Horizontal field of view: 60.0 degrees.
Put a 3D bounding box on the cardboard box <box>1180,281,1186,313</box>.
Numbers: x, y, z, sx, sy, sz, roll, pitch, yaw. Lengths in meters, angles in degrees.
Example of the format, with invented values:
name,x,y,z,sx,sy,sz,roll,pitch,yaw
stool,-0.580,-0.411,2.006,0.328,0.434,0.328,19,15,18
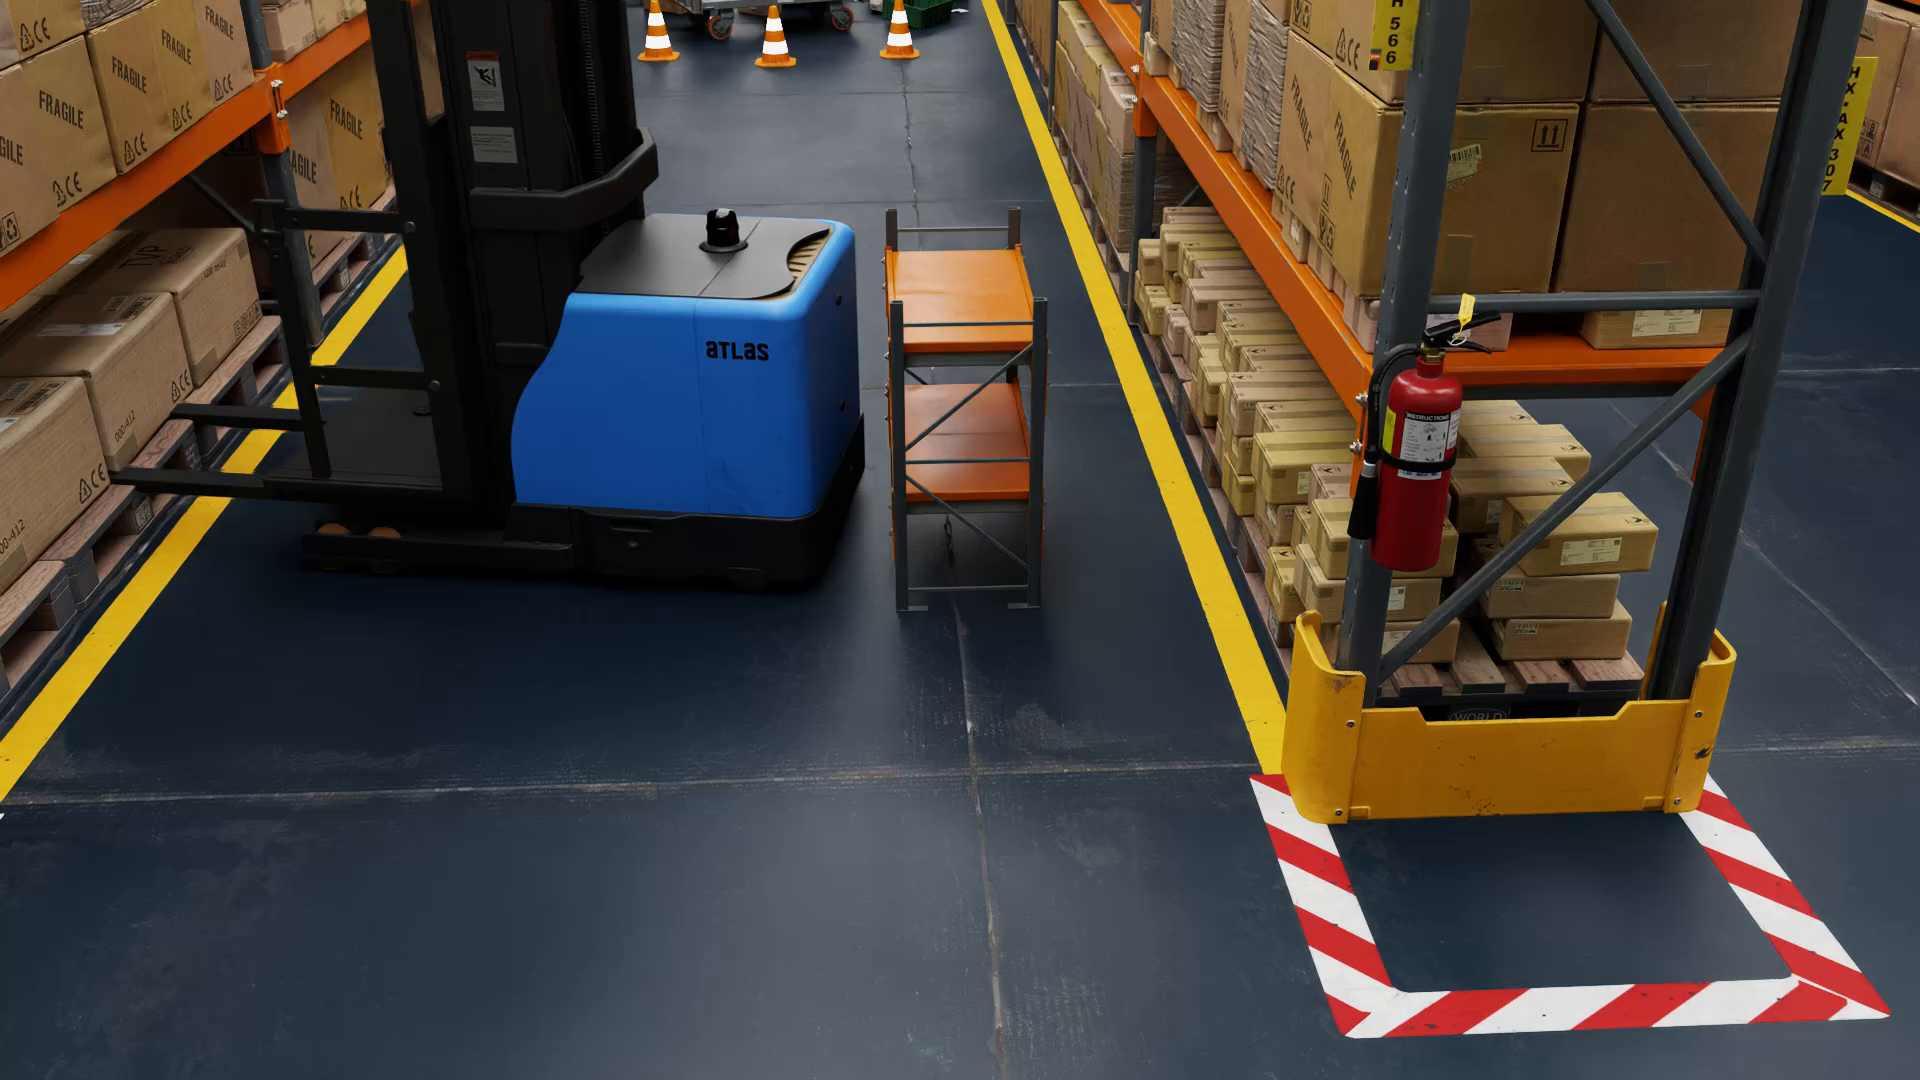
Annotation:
name,x,y,z,sx,sy,sz,roll,pitch,yaw
cardboard box,1.192,-1.082,7.388,0.380,0.149,0.250,-2,28,-3

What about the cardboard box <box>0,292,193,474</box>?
name,x,y,z,sx,sy,sz,roll,pitch,yaw
cardboard box,-3.624,-0.608,6.488,0.875,0.438,0.875,-2,28,-4

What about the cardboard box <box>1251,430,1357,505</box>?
name,x,y,z,sx,sy,sz,roll,pitch,yaw
cardboard box,1.173,-0.241,5.453,0.380,0.149,0.250,-2,28,-4

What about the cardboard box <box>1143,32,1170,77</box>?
name,x,y,z,sx,sy,sz,roll,pitch,yaw
cardboard box,1.029,-2.180,7.457,0.380,0.149,0.250,0,28,-1

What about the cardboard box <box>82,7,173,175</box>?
name,x,y,z,sx,sy,sz,roll,pitch,yaw
cardboard box,-3.244,-1.630,6.024,0.500,0.500,0.500,-2,28,-3

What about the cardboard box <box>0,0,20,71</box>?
name,x,y,z,sx,sy,sz,roll,pitch,yaw
cardboard box,-3.198,-1.608,4.901,0.500,0.500,0.500,-2,28,-3

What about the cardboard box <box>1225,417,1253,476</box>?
name,x,y,z,sx,sy,sz,roll,pitch,yaw
cardboard box,1.168,-0.352,5.988,0.380,0.149,0.250,-1,28,-2

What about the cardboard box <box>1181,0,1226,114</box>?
name,x,y,z,sx,sy,sz,roll,pitch,yaw
cardboard box,1.138,-1.909,6.237,0.500,0.500,0.500,-2,28,-4

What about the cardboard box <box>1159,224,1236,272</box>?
name,x,y,z,sx,sy,sz,roll,pitch,yaw
cardboard box,1.107,-1.323,7.528,0.380,0.149,0.250,0,28,0

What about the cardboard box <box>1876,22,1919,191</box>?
name,x,y,z,sx,sy,sz,roll,pitch,yaw
cardboard box,6.198,-2.455,9.556,1.225,0.875,0.875,-2,28,-4

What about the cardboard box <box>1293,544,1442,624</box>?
name,x,y,z,sx,sy,sz,roll,pitch,yaw
cardboard box,1.237,0.127,5.070,0.380,0.149,0.250,-2,28,-4

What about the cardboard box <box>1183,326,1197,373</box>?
name,x,y,z,sx,sy,sz,roll,pitch,yaw
cardboard box,1.181,-0.823,7.214,0.380,0.149,0.250,-2,28,-4

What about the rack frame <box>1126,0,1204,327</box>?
name,x,y,z,sx,sy,sz,roll,pitch,yaw
rack frame,1.341,-2.430,7.665,1.000,3.000,0.127,-1,28,-3

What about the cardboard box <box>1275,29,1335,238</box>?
name,x,y,z,sx,sy,sz,roll,pitch,yaw
cardboard box,1.247,-1.198,4.873,0.500,0.500,0.500,-2,28,-3

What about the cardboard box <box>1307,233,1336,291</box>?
name,x,y,z,sx,sy,sz,roll,pitch,yaw
cardboard box,1.247,-0.846,4.900,0.380,0.149,0.250,-2,28,-3

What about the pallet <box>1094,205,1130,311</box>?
name,x,y,z,sx,sy,sz,roll,pitch,yaw
pallet,1.299,-1.553,8.999,1.003,0.211,1.213,-1,28,-3

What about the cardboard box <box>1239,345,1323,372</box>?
name,x,y,z,sx,sy,sz,roll,pitch,yaw
cardboard box,1.250,-0.609,6.159,0.380,0.149,0.250,-2,28,-4

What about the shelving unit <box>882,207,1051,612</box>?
name,x,y,z,sx,sy,sz,roll,pitch,yaw
shelving unit,0.000,-0.496,5.984,0.538,1.125,1.048,-1,28,-3

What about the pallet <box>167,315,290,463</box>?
name,x,y,z,sx,sy,sz,roll,pitch,yaw
pallet,-3.636,-0.674,7.314,1.003,0.211,1.213,-1,28,-3

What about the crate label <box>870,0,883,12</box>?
name,x,y,z,sx,sy,sz,roll,pitch,yaw
crate label,-0.712,-5.125,15.928,0.298,0.136,0.250,-23,35,-37

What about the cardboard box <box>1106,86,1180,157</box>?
name,x,y,z,sx,sy,sz,roll,pitch,yaw
cardboard box,1.049,-2.178,8.620,0.500,0.250,0.500,-2,28,-4

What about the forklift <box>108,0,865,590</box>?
name,x,y,z,sx,sy,sz,roll,pitch,yaw
forklift,-1.936,-1.416,5.795,3.031,2.935,1.130,3,28,7

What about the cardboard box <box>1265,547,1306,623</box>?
name,x,y,z,sx,sy,sz,roll,pitch,yaw
cardboard box,1.199,0.141,5.365,0.380,0.149,0.250,-1,28,-1

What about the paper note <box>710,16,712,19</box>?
name,x,y,z,sx,sy,sz,roll,pitch,yaw
paper note,-2.339,-4.927,15.665,0.148,0.019,0.142,-1,28,-3

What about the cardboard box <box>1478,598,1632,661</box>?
name,x,y,z,sx,sy,sz,roll,pitch,yaw
cardboard box,1.842,0.246,5.164,0.380,0.149,0.250,-1,28,-2

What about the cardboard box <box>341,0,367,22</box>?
name,x,y,z,sx,sy,sz,roll,pitch,yaw
cardboard box,-3.396,-2.883,8.695,0.500,0.250,0.500,-2,28,-3

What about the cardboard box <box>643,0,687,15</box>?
name,x,y,z,sx,sy,sz,roll,pitch,yaw
cardboard box,-2.712,-5.378,16.019,0.500,0.500,0.500,19,33,32

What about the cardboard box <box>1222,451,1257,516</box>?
name,x,y,z,sx,sy,sz,roll,pitch,yaw
cardboard box,1.170,-0.213,6.043,0.380,0.149,0.250,-3,28,-5

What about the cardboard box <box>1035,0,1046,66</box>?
name,x,y,z,sx,sy,sz,roll,pitch,yaw
cardboard box,1.141,-4.153,12.947,1.050,0.750,0.750,-1,28,-2

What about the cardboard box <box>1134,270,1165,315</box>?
name,x,y,z,sx,sy,sz,roll,pitch,yaw
cardboard box,1.039,-1.176,7.890,0.380,0.149,0.250,-3,28,-5

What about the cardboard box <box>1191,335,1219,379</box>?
name,x,y,z,sx,sy,sz,roll,pitch,yaw
cardboard box,1.144,-0.712,6.678,0.380,0.149,0.250,-2,28,-3

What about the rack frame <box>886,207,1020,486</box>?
name,x,y,z,sx,sy,sz,roll,pitch,yaw
rack frame,-0.026,-0.730,6.434,0.500,1.125,0.032,-1,28,-3

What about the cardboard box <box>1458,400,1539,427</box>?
name,x,y,z,sx,sy,sz,roll,pitch,yaw
cardboard box,1.746,-0.375,5.711,0.380,0.149,0.250,-3,28,-5

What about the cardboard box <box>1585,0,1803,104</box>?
name,x,y,z,sx,sy,sz,roll,pitch,yaw
cardboard box,1.791,-1.416,4.210,0.500,0.500,0.500,-2,28,-3

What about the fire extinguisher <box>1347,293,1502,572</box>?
name,x,y,z,sx,sy,sz,roll,pitch,yaw
fire extinguisher,1.102,-0.255,3.983,0.296,0.674,0.183,-1,28,-3

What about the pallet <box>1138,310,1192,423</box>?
name,x,y,z,sx,sy,sz,roll,pitch,yaw
pallet,1.411,-0.884,7.717,1.003,0.211,1.213,-1,28,-3

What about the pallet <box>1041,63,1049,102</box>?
name,x,y,z,sx,sy,sz,roll,pitch,yaw
pallet,1.166,-3.406,12.553,1.003,0.211,1.213,-1,28,-3

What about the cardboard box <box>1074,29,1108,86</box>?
name,x,y,z,sx,sy,sz,roll,pitch,yaw
cardboard box,0.966,-2.900,10.005,0.500,0.250,0.500,-1,28,-2

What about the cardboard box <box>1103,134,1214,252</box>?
name,x,y,z,sx,sy,sz,roll,pitch,yaw
cardboard box,1.051,-1.843,8.789,0.500,0.500,0.500,-2,28,-4

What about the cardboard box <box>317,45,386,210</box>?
name,x,y,z,sx,sy,sz,roll,pitch,yaw
cardboard box,-3.764,-2.209,9.085,0.875,0.875,0.875,-1,28,-1

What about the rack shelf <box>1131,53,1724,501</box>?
name,x,y,z,sx,sy,sz,roll,pitch,yaw
rack shelf,1.445,-1.187,6.060,1.077,0.370,4.000,-1,28,-3

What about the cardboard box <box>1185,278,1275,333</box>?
name,x,y,z,sx,sy,sz,roll,pitch,yaw
cardboard box,1.138,-0.968,6.847,0.380,0.149,0.250,-1,28,-2

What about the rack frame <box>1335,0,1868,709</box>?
name,x,y,z,sx,sy,sz,roll,pitch,yaw
rack frame,1.550,-0.582,4.123,1.000,3.000,0.127,-1,28,-3

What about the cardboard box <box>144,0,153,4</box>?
name,x,y,z,sx,sy,sz,roll,pitch,yaw
cardboard box,-3.278,-2.305,6.237,0.500,0.500,0.500,-2,28,-3

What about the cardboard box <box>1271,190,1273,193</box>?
name,x,y,z,sx,sy,sz,roll,pitch,yaw
cardboard box,1.271,-1.212,5.601,0.380,0.149,0.250,-3,28,-5

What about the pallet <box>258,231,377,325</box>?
name,x,y,z,sx,sy,sz,roll,pitch,yaw
pallet,-3.713,-1.382,8.671,1.003,0.211,1.213,-1,28,-3

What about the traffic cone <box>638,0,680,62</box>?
name,x,y,z,sx,sy,sz,roll,pitch,yaw
traffic cone,-2.552,-4.294,13.983,0.336,0.463,0.334,-1,28,-3

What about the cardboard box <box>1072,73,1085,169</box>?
name,x,y,z,sx,sy,sz,roll,pitch,yaw
cardboard box,0.975,-2.553,10.150,0.500,0.500,0.500,-2,28,-4

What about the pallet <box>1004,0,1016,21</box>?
name,x,y,z,sx,sy,sz,roll,pitch,yaw
pallet,0.962,-5.241,16.070,1.003,0.211,1.213,-1,28,-3

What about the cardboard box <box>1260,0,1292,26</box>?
name,x,y,z,sx,sy,sz,roll,pitch,yaw
cardboard box,1.215,-1.881,5.102,0.500,0.500,0.500,0,28,0

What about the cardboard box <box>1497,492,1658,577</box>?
name,x,y,z,sx,sy,sz,roll,pitch,yaw
cardboard box,1.862,-0.019,5.027,0.380,0.149,0.250,-3,28,-5

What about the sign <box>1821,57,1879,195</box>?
name,x,y,z,sx,sy,sz,roll,pitch,yaw
sign,2.092,-0.979,3.948,0.100,0.325,0.005,-1,28,-3

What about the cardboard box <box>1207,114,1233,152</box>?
name,x,y,z,sx,sy,sz,roll,pitch,yaw
cardboard box,1.146,-1.573,6.293,0.380,0.149,0.250,0,28,0

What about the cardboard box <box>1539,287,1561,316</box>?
name,x,y,z,sx,sy,sz,roll,pitch,yaw
cardboard box,1.806,-0.745,4.707,0.380,0.149,0.250,0,28,-1
